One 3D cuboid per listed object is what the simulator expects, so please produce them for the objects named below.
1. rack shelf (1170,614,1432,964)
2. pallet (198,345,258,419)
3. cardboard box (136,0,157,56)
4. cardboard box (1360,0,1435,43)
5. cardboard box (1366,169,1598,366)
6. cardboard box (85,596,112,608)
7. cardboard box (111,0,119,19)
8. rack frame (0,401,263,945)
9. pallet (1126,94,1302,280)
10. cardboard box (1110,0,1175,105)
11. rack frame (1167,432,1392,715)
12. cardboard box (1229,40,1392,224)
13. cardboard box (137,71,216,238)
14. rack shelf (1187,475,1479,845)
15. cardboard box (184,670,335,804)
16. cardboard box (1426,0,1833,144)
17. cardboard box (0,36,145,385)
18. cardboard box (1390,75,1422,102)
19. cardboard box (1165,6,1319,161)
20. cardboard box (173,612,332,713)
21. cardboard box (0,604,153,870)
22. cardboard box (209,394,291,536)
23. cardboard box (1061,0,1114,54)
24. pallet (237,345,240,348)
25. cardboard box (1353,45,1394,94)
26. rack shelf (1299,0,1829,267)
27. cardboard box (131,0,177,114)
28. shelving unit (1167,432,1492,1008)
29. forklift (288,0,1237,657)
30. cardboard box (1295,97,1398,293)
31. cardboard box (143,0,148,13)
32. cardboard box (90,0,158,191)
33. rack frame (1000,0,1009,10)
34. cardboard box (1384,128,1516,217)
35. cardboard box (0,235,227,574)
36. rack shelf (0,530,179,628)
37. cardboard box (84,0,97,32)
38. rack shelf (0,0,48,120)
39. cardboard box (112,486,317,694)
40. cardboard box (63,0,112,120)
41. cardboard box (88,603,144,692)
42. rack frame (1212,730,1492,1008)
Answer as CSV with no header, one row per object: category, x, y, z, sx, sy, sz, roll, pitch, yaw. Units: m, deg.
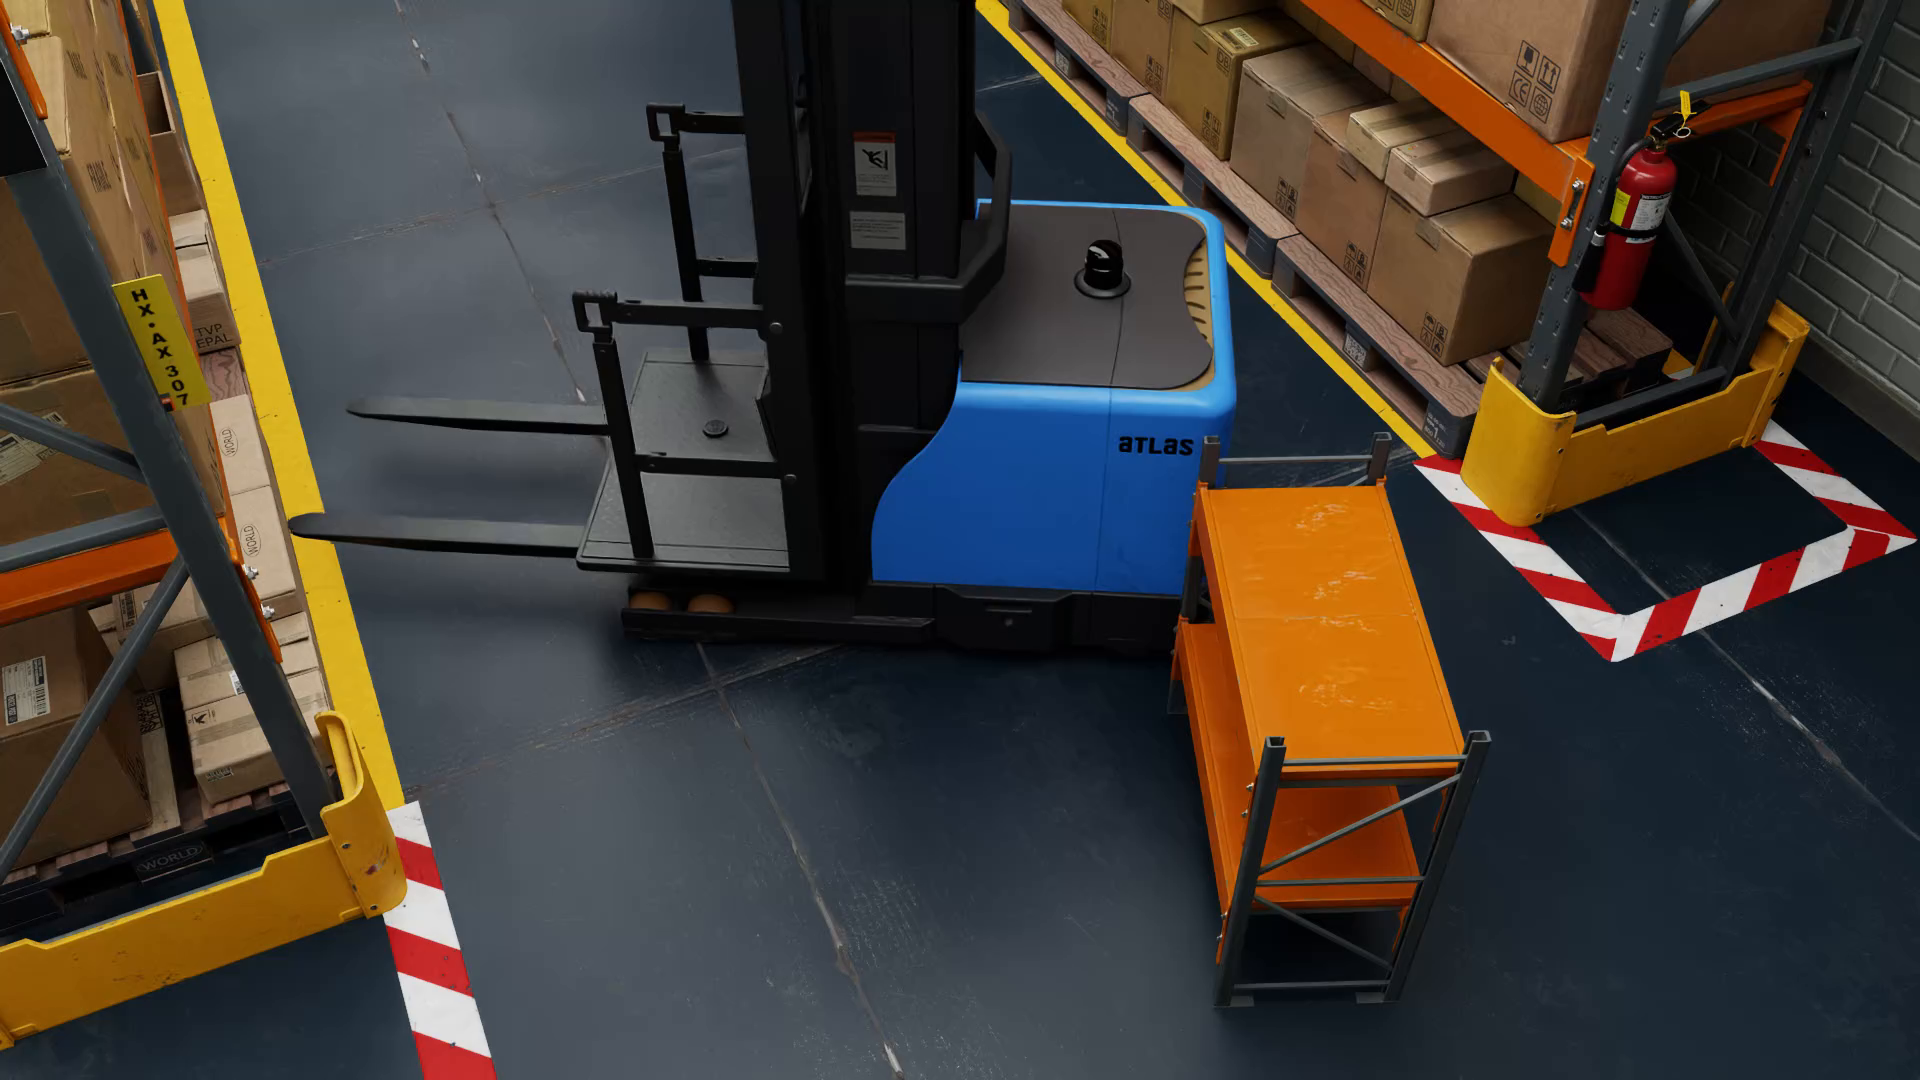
rack shelf,0.915,0.660,4.628,0.538,0.278,1.000,-1,45,-1
pallet,-3.000,-0.269,5.872,1.003,0.211,1.213,-18,47,-17
cardboard box,-4.022,-2.461,7.575,0.500,0.500,0.500,-17,47,-17
cardboard box,1.830,-2.283,5.715,0.980,0.700,0.700,-18,48,-18
cardboard box,1.985,-1.070,6.180,0.700,0.500,0.500,-18,47,-17
cardboard box,-2.948,0.005,5.253,0.500,0.250,0.500,-18,47,-17
cardboard box,-3.144,-1.942,5.512,0.500,0.500,0.500,-17,47,-16
rack frame,-2.120,0.070,3.543,0.949,2.616,0.053,-18,47,-17
pallet,1.453,-1.664,7.286,1.003,0.211,1.213,-18,47,-17
cardboard box,1.117,-2.375,7.502,0.700,0.500,0.500,-18,48,-18
rack frame,0.899,0.129,4.818,0.500,1.125,0.032,-1,45,-1
cardboard box,1.562,-1.709,6.827,0.700,0.500,0.500,-19,48,-19
cardboard box,-3.308,-1.465,6.566,0.500,0.500,0.500,-18,47,-17
rack shelf,0.915,0.278,4.251,0.538,0.278,1.000,-1,45,-1
cardboard box,-1.988,0.561,4.762,0.380,0.149,0.250,-18,47,-17
cardboard box,2.146,-1.823,5.248,0.980,0.700,0.700,-16,47,-16
cardboard box,-2.071,-0.681,3.521,0.500,0.500,0.500,-17,47,-16
cardboard box,1.900,-1.763,6.420,0.380,0.149,0.250,-18,47,-17
cardboard box,1.331,-2.047,7.170,0.700,0.500,0.500,-17,47,-16
cardboard box,-2.093,0.396,4.917,0.380,0.166,0.250,-18,47,-17
cardboard box,-2.575,0.531,4.543,0.500,0.500,0.500,-18,47,-17
cardboard box,-2.515,-0.174,5.435,0.500,0.250,0.500,-18,47,-17
cardboard box,0.909,-2.696,7.827,0.700,0.500,0.500,-17,47,-17
pallet,-3.517,-1.047,6.661,1.003,0.211,1.213,-18,47,-17
cardboard box,1.792,-1.925,6.584,0.380,0.149,0.250,-17,47,-17
rack shelf,1.529,-2.412,6.571,1.077,0.370,4.000,-18,47,-17
cardboard box,-3.788,-2.125,7.234,0.500,0.500,0.500,-20,48,-19
shelving unit,0.915,0.486,4.457,0.538,1.125,1.048,-1,45,-1
forklift,-0.689,-1.077,4.755,3.031,2.935,1.130,3,45,3
cardboard box,1.774,-1.389,6.503,0.700,0.500,0.500,-18,47,-18
cardboard box,-4.225,-2.782,7.900,0.500,0.500,0.500,-17,47,-17
cardboard box,-2.710,-1.292,4.852,0.500,0.500,0.500,-17,47,-17
rack frame,0.688,-3.943,7.610,1.000,3.000,0.127,-18,47,-17
cardboard box,1.765,-1.329,5.980,0.380,0.149,0.250,-19,48,-18
cardboard box,-2.071,-0.325,3.872,0.500,0.500,0.500,-17,47,-17
rack shelf,-2.964,-1.017,5.018,0.919,0.124,3.809,-18,47,-17
cardboard box,-2.718,-1.655,4.509,0.500,0.500,0.500,-18,48,-18
rack shelf,-2.964,-2.015,4.033,1.077,0.370,4.000,-18,47,-17
cardboard box,-2.305,0.145,5.112,0.500,0.250,0.500,-18,47,-17
cardboard box,-2.503,-1.332,4.181,0.500,0.500,0.500,-17,47,-17
cardboard box,-2.664,0.365,4.949,0.380,0.166,0.250,-18,47,-17
rack frame,0.931,0.843,4.095,0.500,1.125,0.032,-1,45,-1
